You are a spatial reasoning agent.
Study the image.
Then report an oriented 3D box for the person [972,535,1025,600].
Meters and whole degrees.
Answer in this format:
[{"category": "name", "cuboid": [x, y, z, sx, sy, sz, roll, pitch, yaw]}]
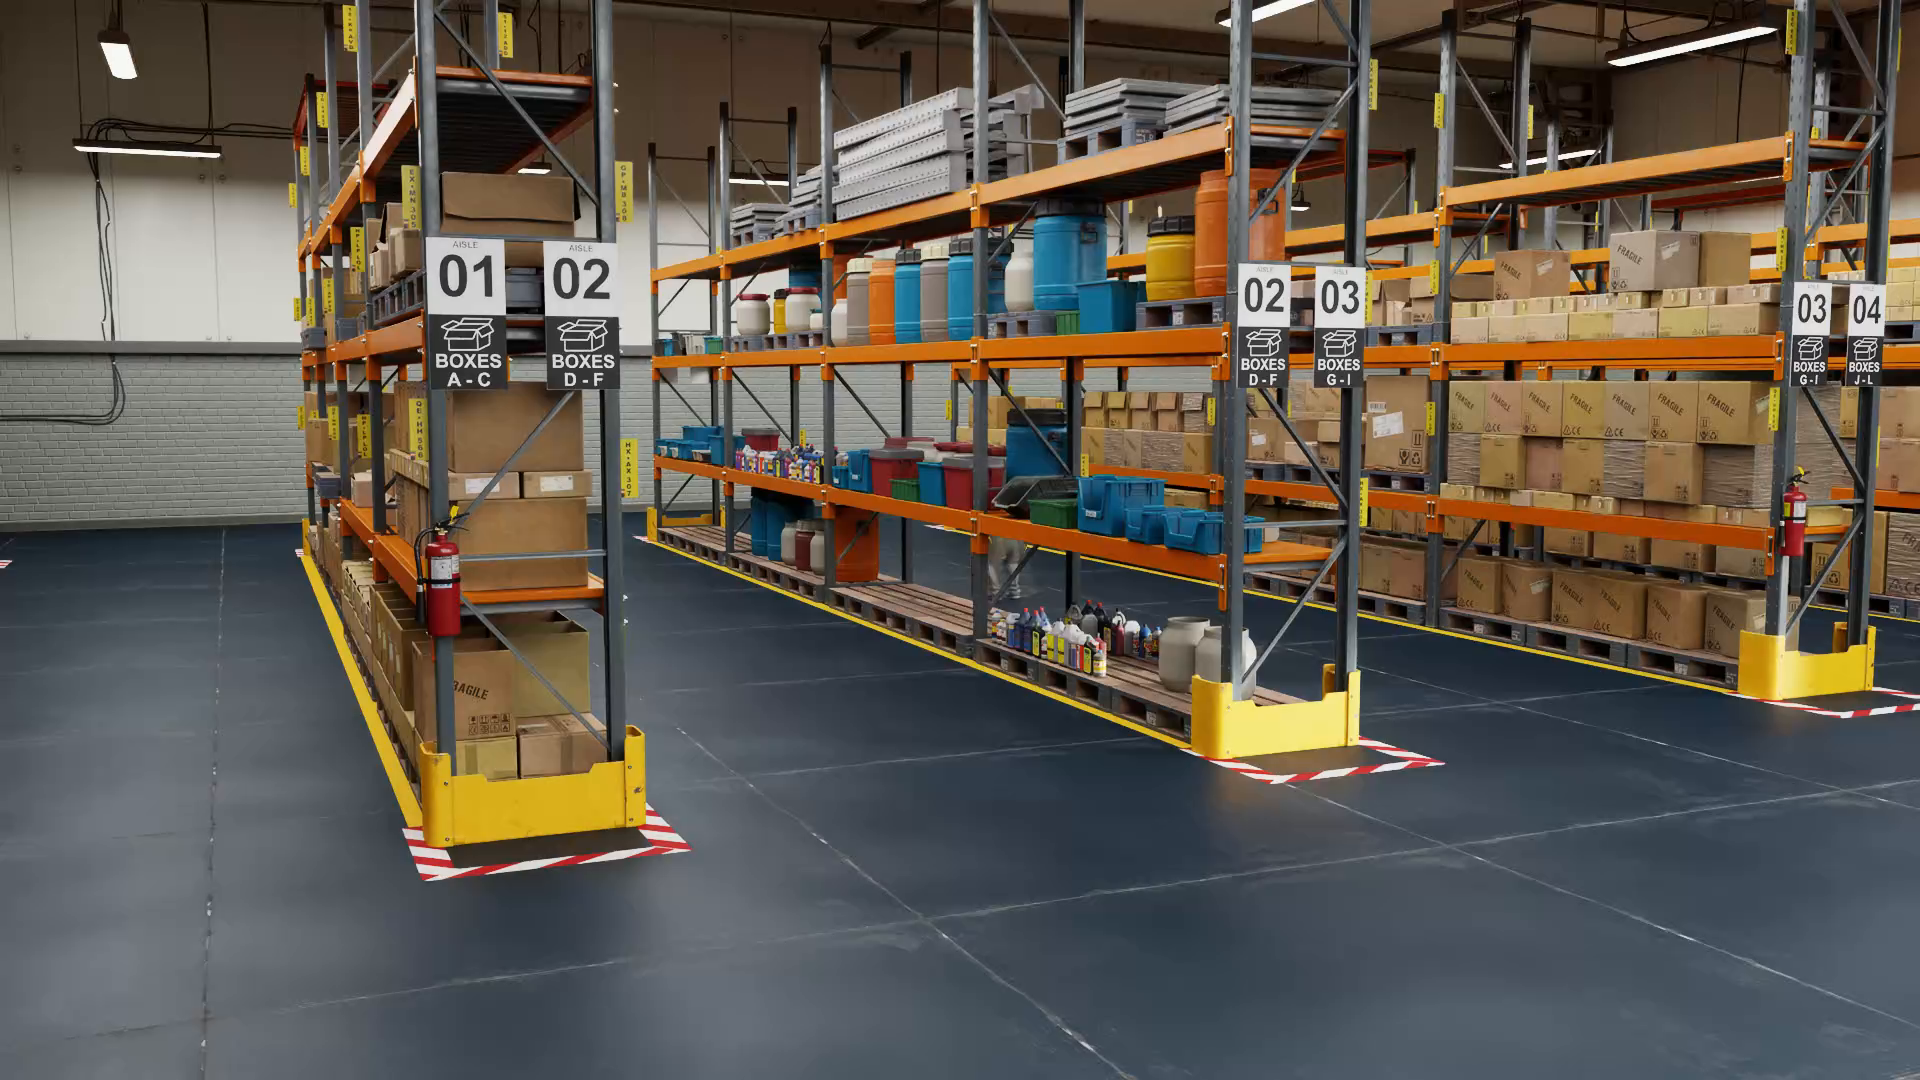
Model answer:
[{"category": "person", "cuboid": [0.420, 0.048, 18.759, 0.530, 1.240, 0.771, -2, 6, -24]}]
